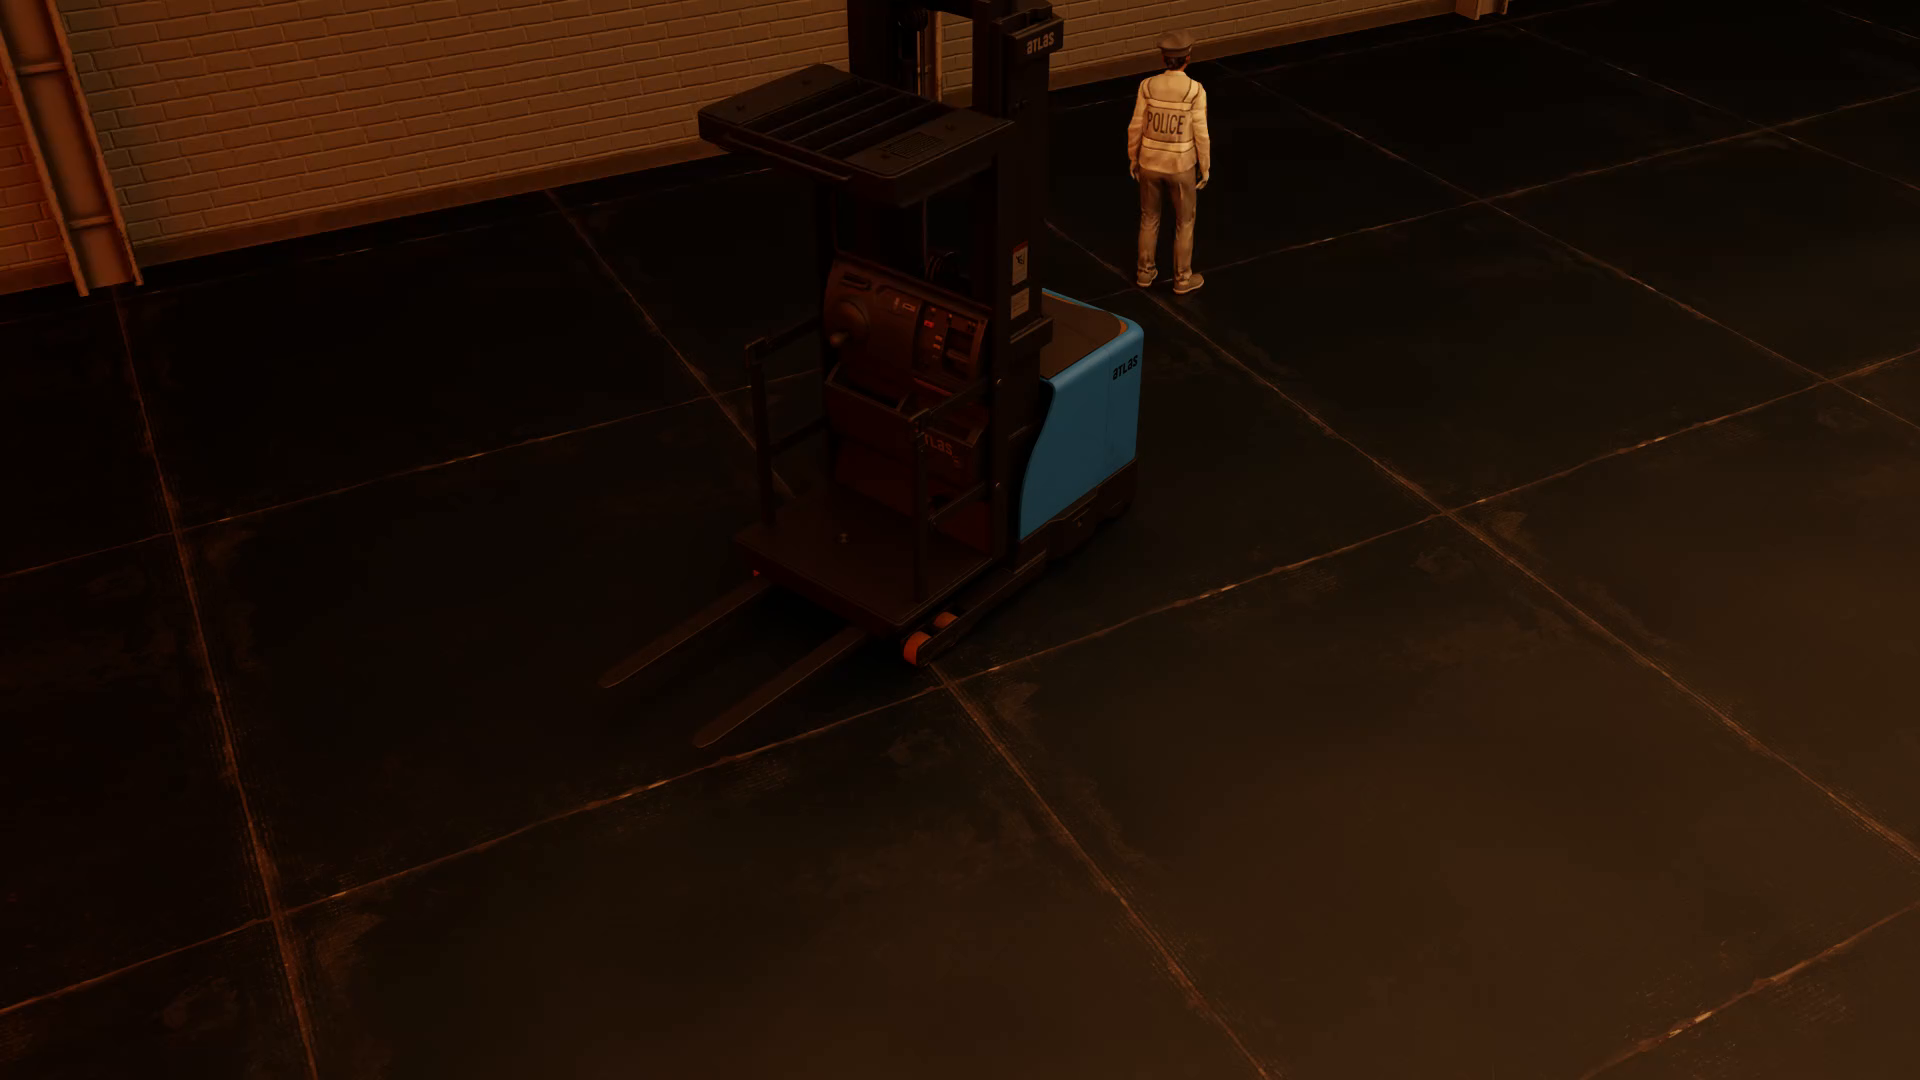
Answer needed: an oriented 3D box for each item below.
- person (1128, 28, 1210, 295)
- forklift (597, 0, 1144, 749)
[{"bbox_3d":[1.328,-2.383,10.592,0.547,1.667,0.369,14,38,19],"label":"person"},{"bbox_3d":[-0.390,-0.927,7.434,1.130,2.935,3.031,26,43,31],"label":"forklift"}]
